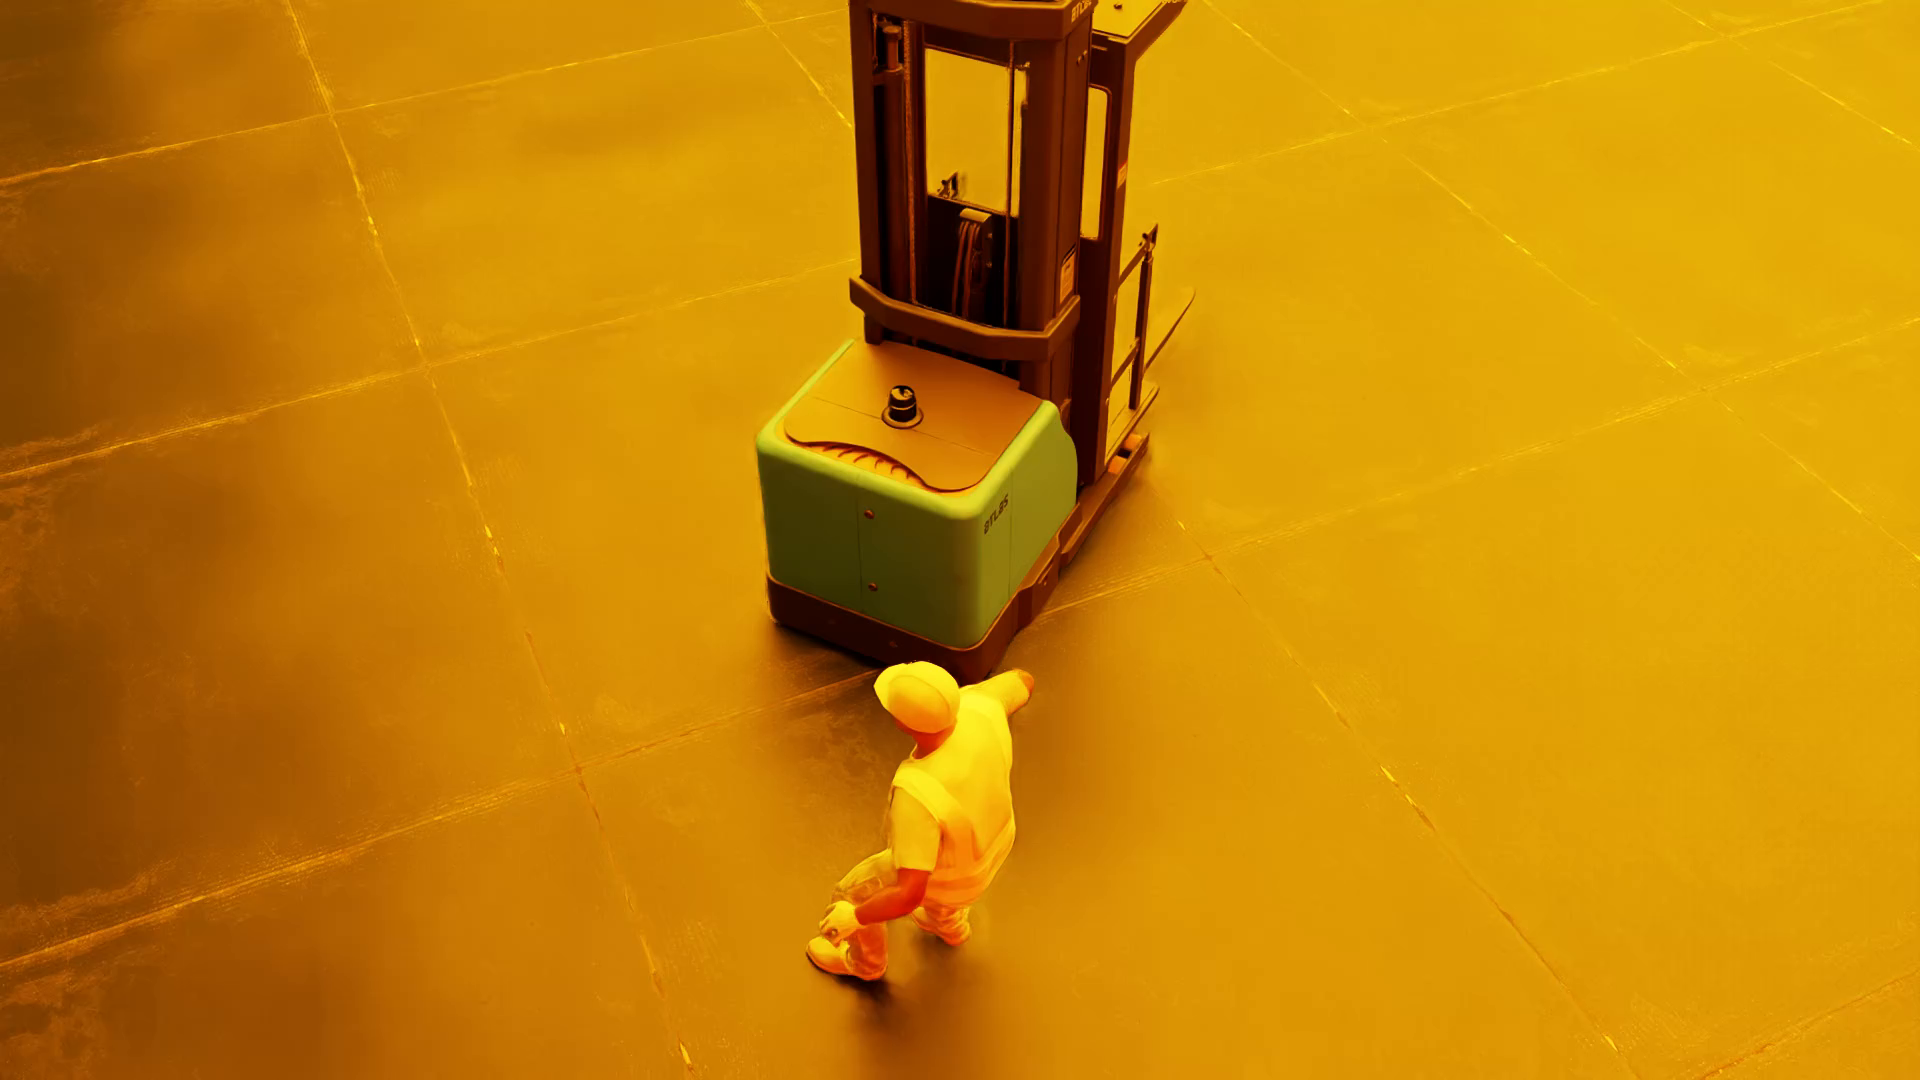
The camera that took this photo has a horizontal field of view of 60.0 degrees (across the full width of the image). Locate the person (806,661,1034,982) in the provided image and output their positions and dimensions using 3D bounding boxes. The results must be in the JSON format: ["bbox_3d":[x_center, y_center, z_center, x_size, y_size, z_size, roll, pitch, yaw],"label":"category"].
[{"bbox_3d":[-0.189,0.969,5.578,0.694,1.671,1.053,24,48,23],"label":"person"}]

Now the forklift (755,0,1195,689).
[{"bbox_3d":[0.276,-1.443,7.227,1.130,2.935,3.031,19,46,20],"label":"forklift"}]
